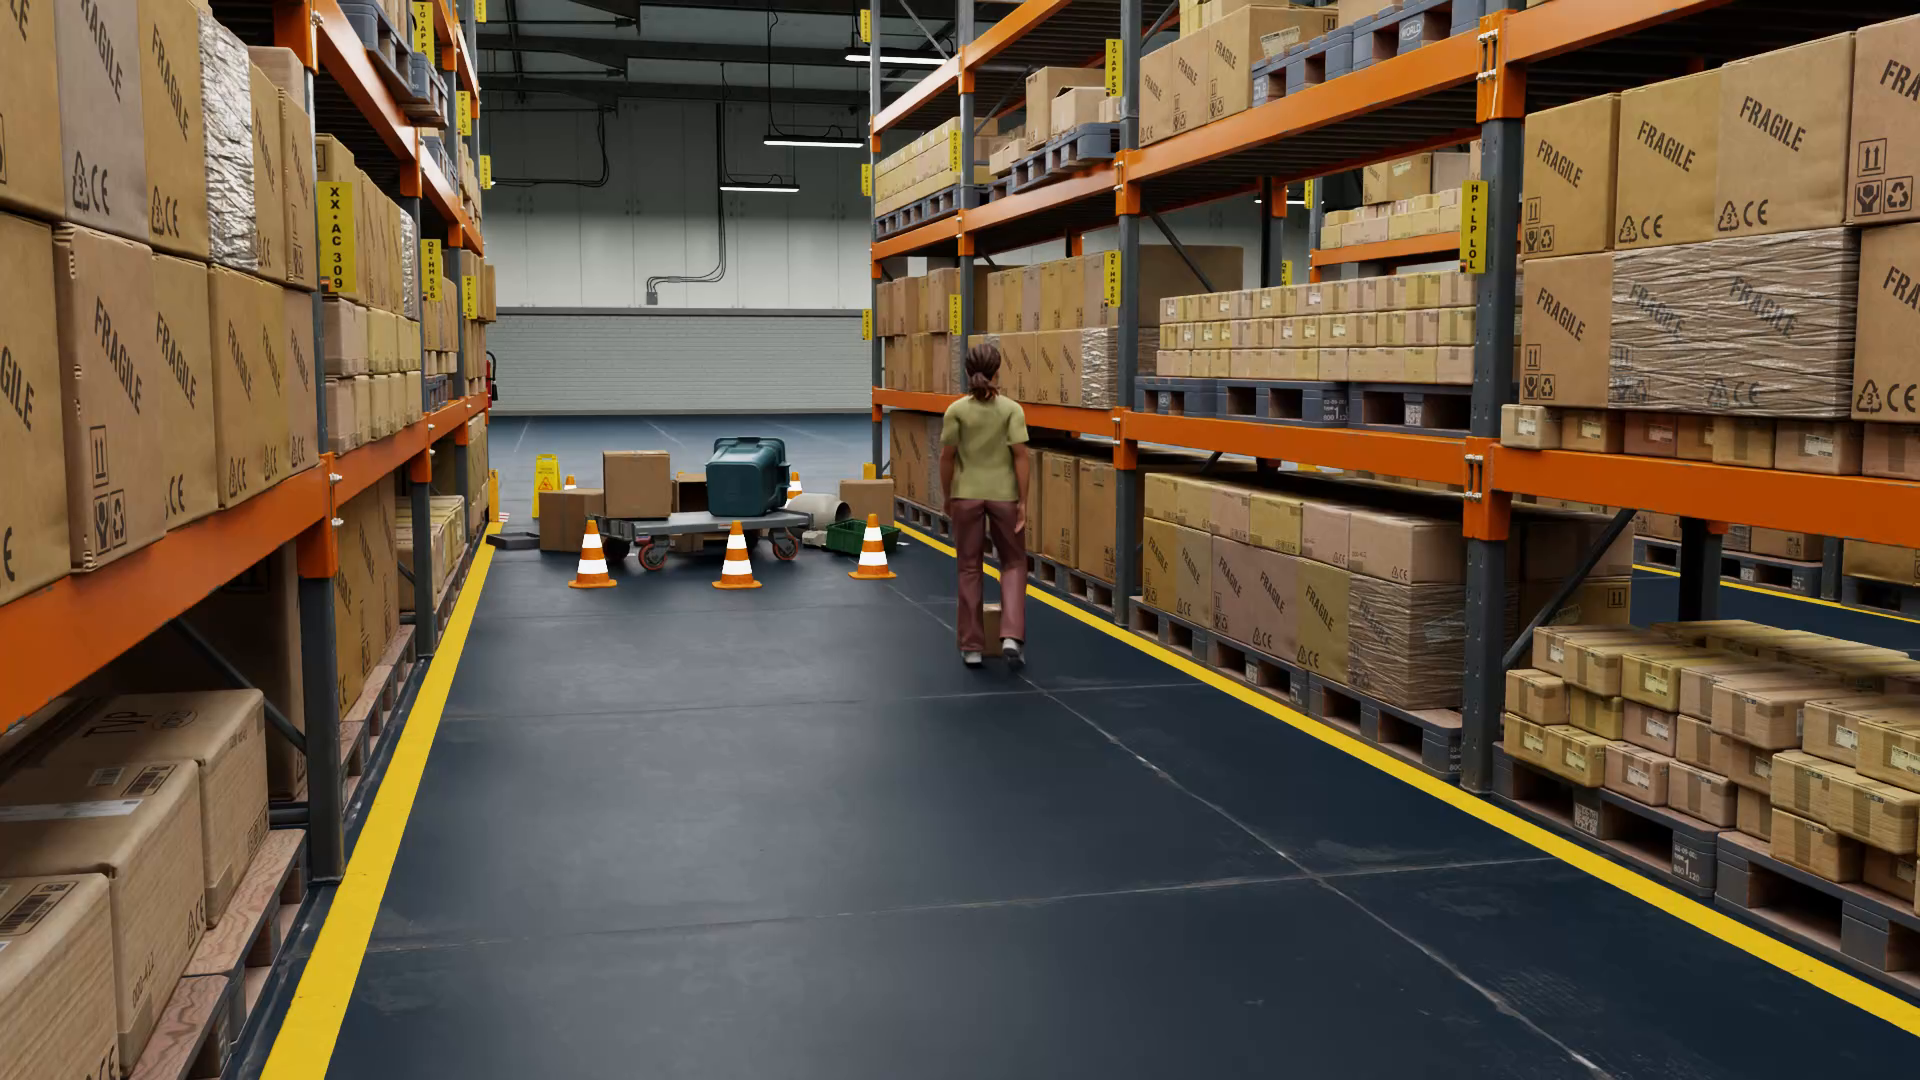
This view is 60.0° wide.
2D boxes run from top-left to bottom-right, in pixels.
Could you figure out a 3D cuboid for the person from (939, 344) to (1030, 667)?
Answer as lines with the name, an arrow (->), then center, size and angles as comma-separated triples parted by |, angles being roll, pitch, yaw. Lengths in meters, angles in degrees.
person -> 0.128, -0.165, 8.645 | 0.467, 1.697, 0.529 | 0, 6, 1
